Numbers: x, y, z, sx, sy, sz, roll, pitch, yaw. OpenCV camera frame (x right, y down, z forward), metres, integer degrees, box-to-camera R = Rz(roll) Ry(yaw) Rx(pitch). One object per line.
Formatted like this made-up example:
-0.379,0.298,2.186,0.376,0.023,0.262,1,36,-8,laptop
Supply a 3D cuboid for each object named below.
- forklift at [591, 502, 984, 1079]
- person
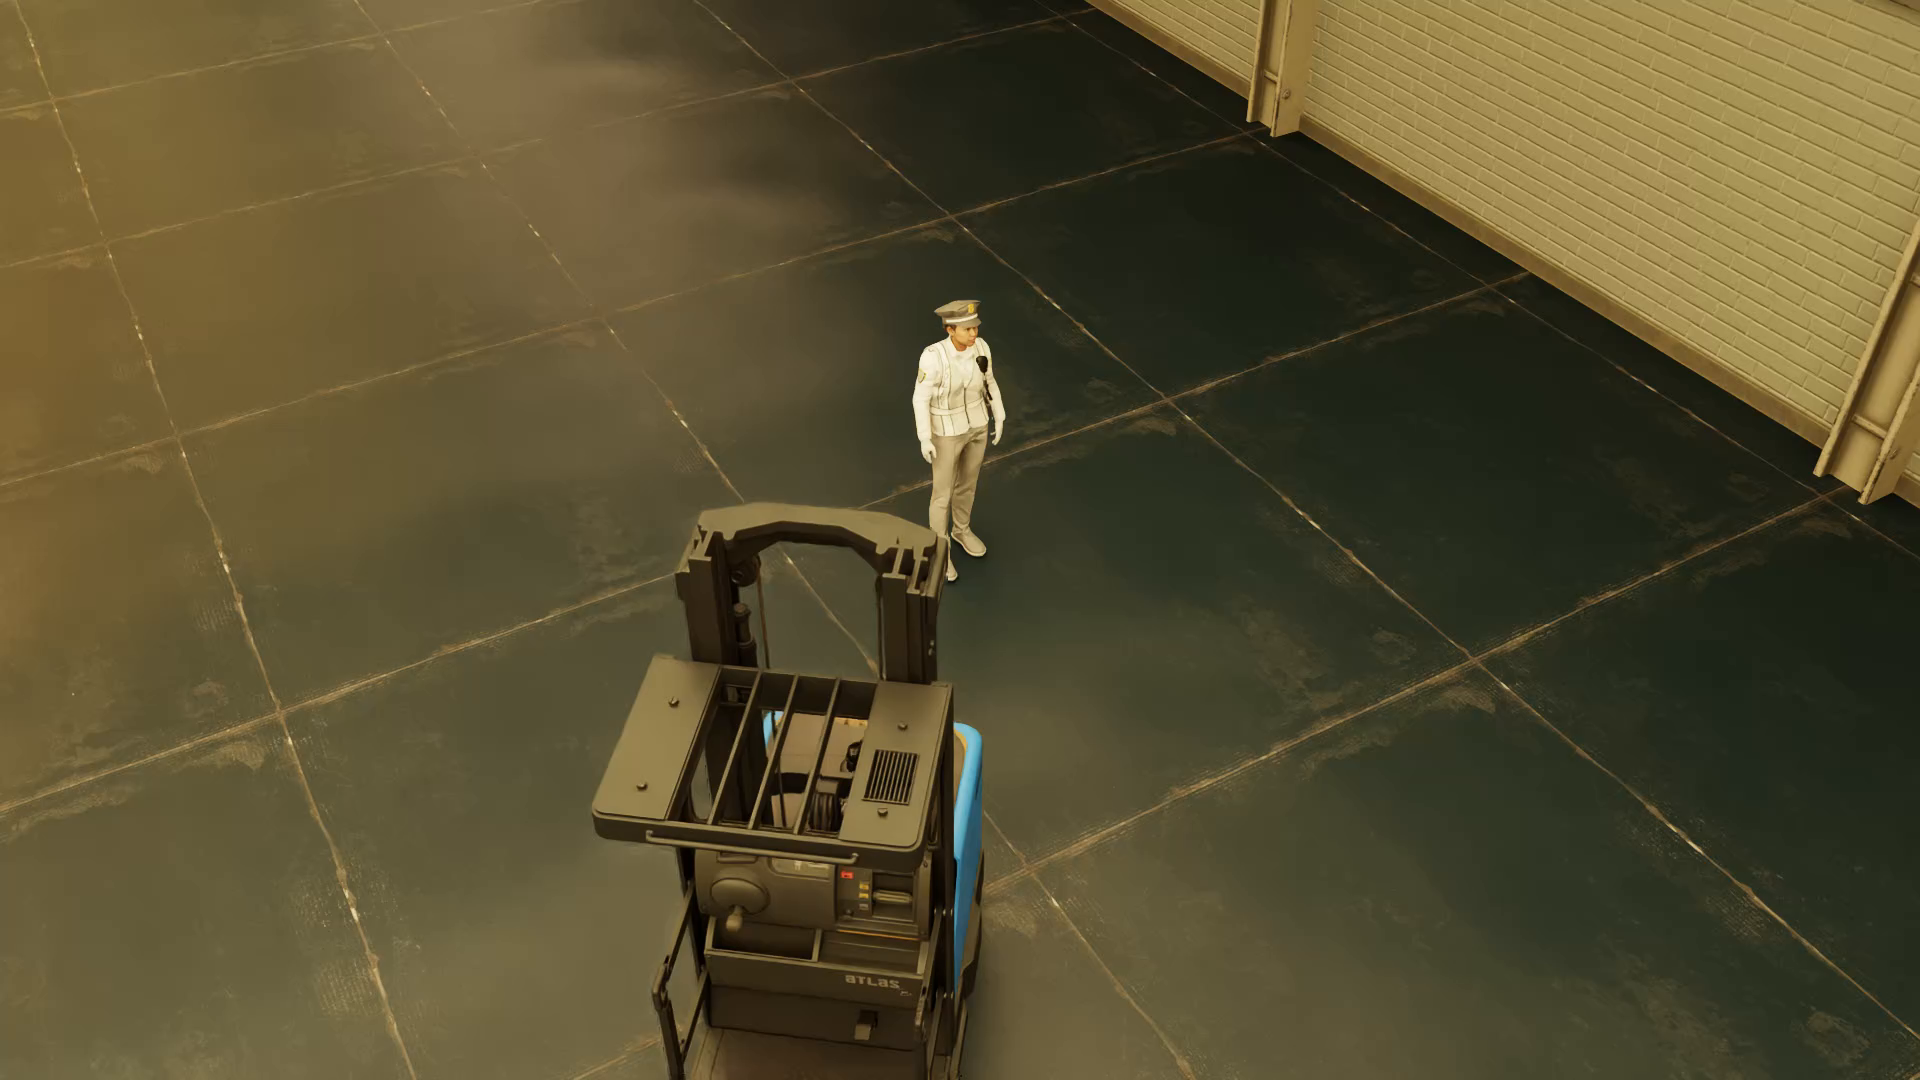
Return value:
-0.601,1.435,6.306,1.130,2.935,3.031,5,40,6,forklift
0.024,-0.616,9.736,0.576,1.695,0.531,-20,44,-23,person
